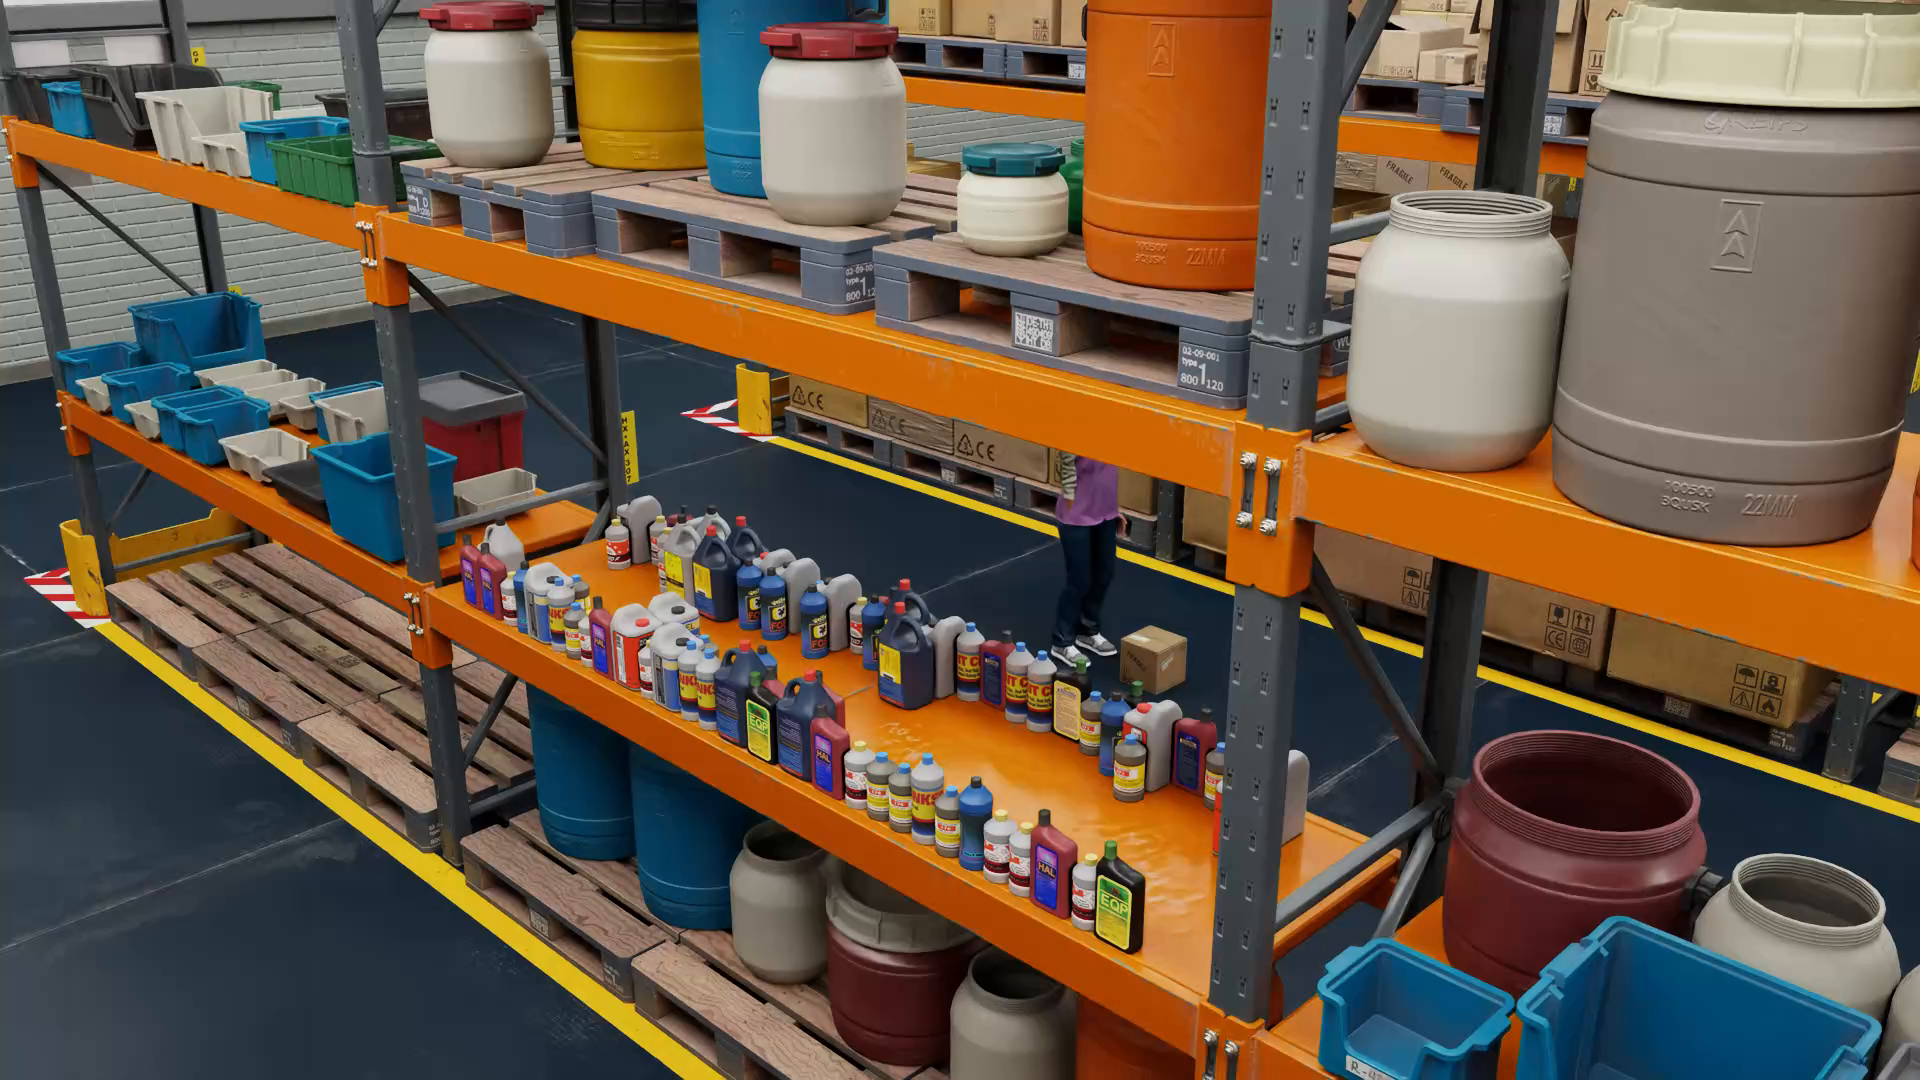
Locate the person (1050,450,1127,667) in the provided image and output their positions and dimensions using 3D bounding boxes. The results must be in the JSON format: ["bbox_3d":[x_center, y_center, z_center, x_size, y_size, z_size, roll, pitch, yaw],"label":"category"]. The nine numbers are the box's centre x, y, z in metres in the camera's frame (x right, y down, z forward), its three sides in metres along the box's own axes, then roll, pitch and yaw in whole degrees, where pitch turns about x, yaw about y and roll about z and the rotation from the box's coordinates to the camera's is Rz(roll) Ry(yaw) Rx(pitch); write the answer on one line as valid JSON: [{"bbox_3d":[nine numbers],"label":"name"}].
[{"bbox_3d":[0.693,-0.114,8.910,0.409,1.592,0.301,-19,28,-41],"label":"person"}]
